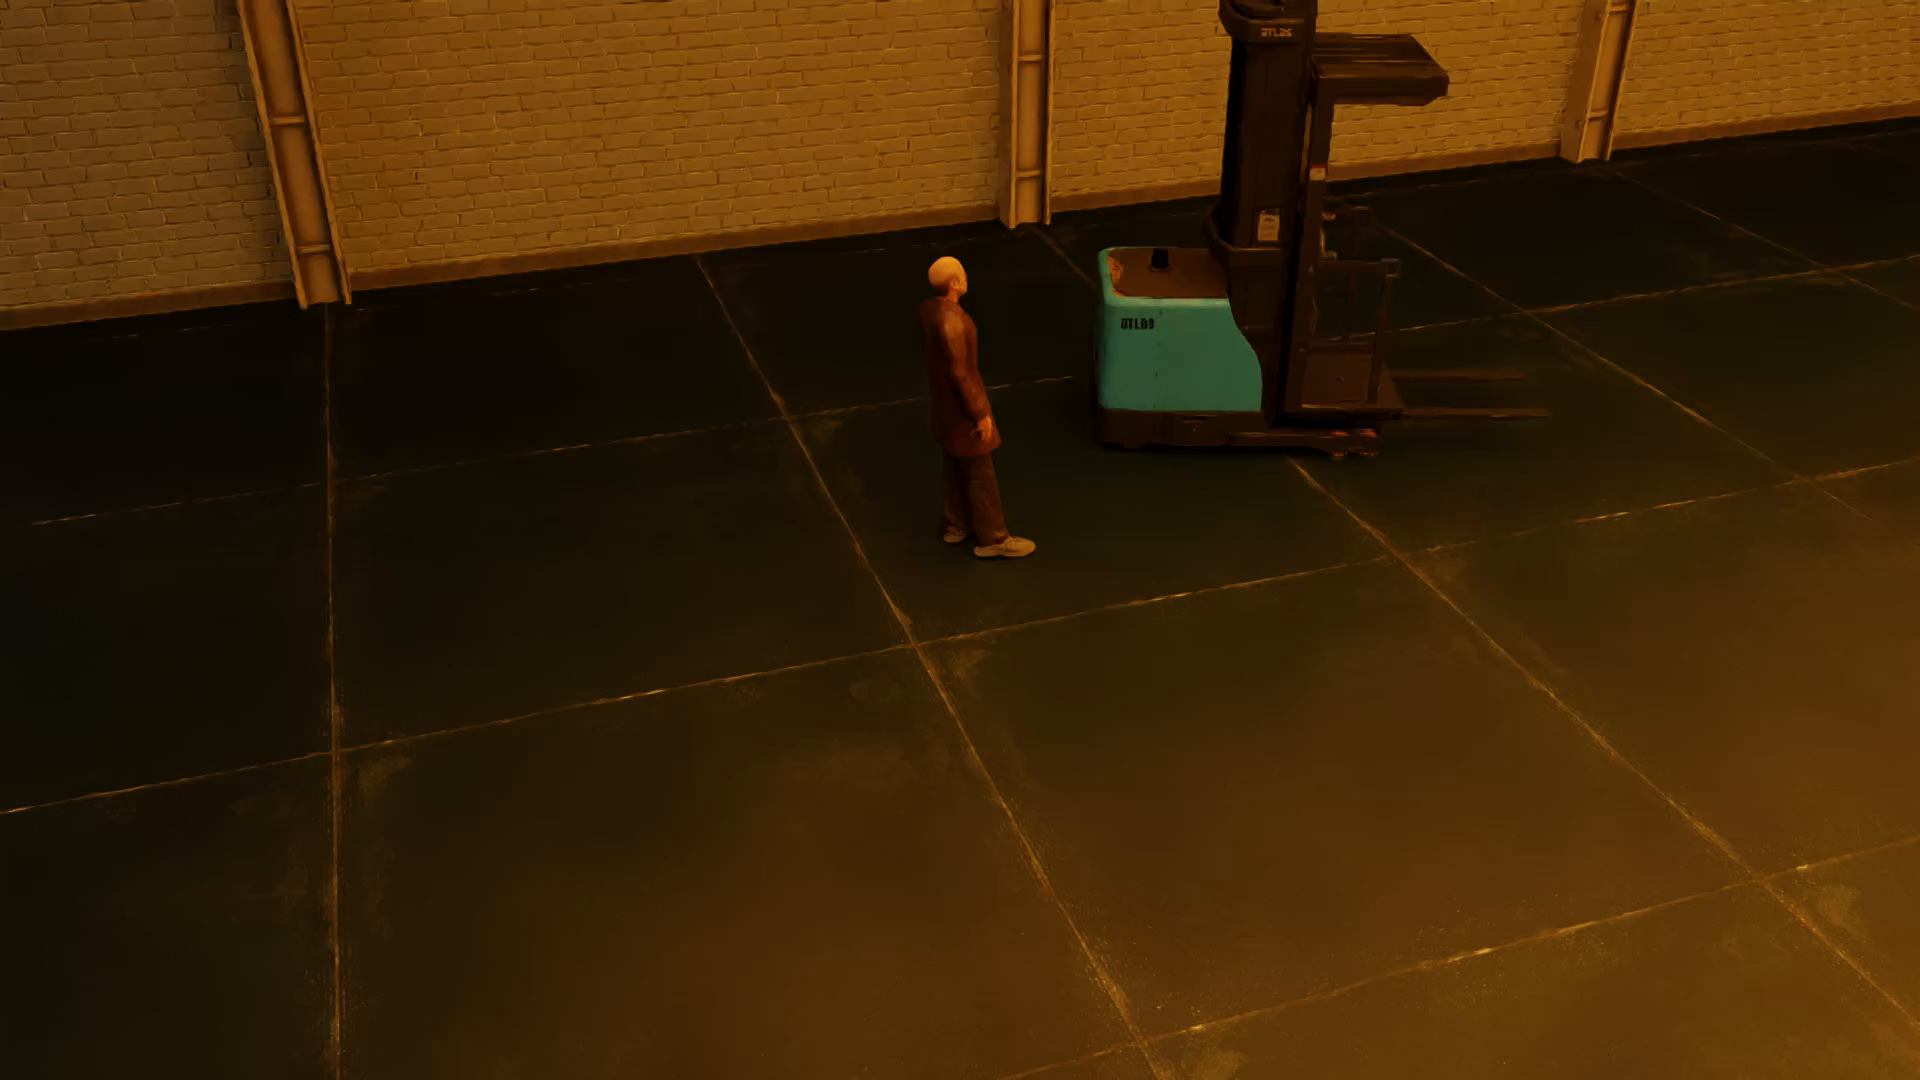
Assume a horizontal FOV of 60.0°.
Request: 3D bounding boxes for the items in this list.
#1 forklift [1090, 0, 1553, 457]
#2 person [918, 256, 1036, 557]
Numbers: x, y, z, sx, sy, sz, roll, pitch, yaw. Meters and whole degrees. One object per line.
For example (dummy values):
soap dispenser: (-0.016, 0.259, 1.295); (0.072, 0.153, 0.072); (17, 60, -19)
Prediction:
forklift: (2.428, -2.091, 10.722); (3.031, 2.935, 1.130); (1, 30, 1)
person: (0.088, -0.789, 9.600); (0.580, 1.776, 0.694); (-10, 31, -16)
